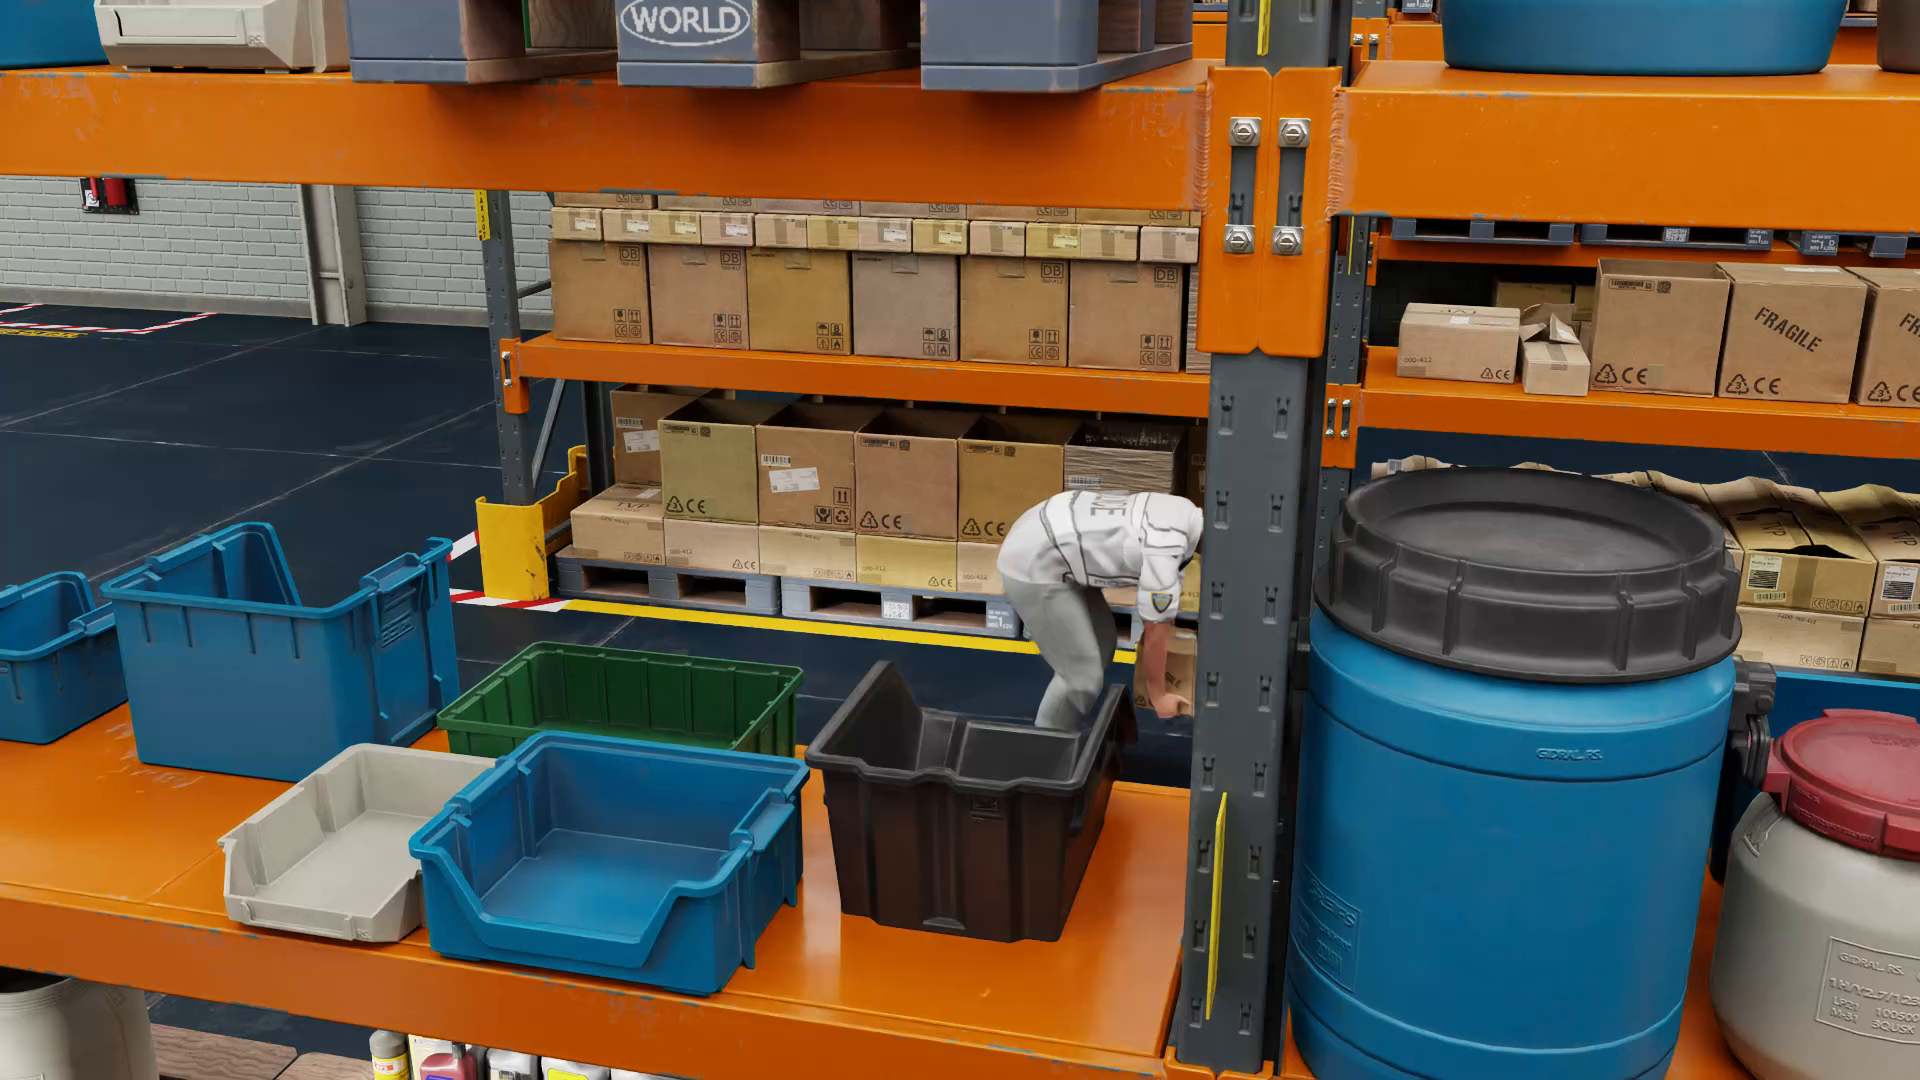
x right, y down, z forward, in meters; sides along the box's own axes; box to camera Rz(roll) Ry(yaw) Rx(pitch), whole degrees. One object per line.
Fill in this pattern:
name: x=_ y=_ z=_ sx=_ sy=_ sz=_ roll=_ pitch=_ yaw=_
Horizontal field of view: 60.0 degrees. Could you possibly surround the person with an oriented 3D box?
person: x=0.659 y=0.361 z=6.346 sx=1.038 sy=1.195 sz=0.490 roll=4 pitch=19 yaw=12
